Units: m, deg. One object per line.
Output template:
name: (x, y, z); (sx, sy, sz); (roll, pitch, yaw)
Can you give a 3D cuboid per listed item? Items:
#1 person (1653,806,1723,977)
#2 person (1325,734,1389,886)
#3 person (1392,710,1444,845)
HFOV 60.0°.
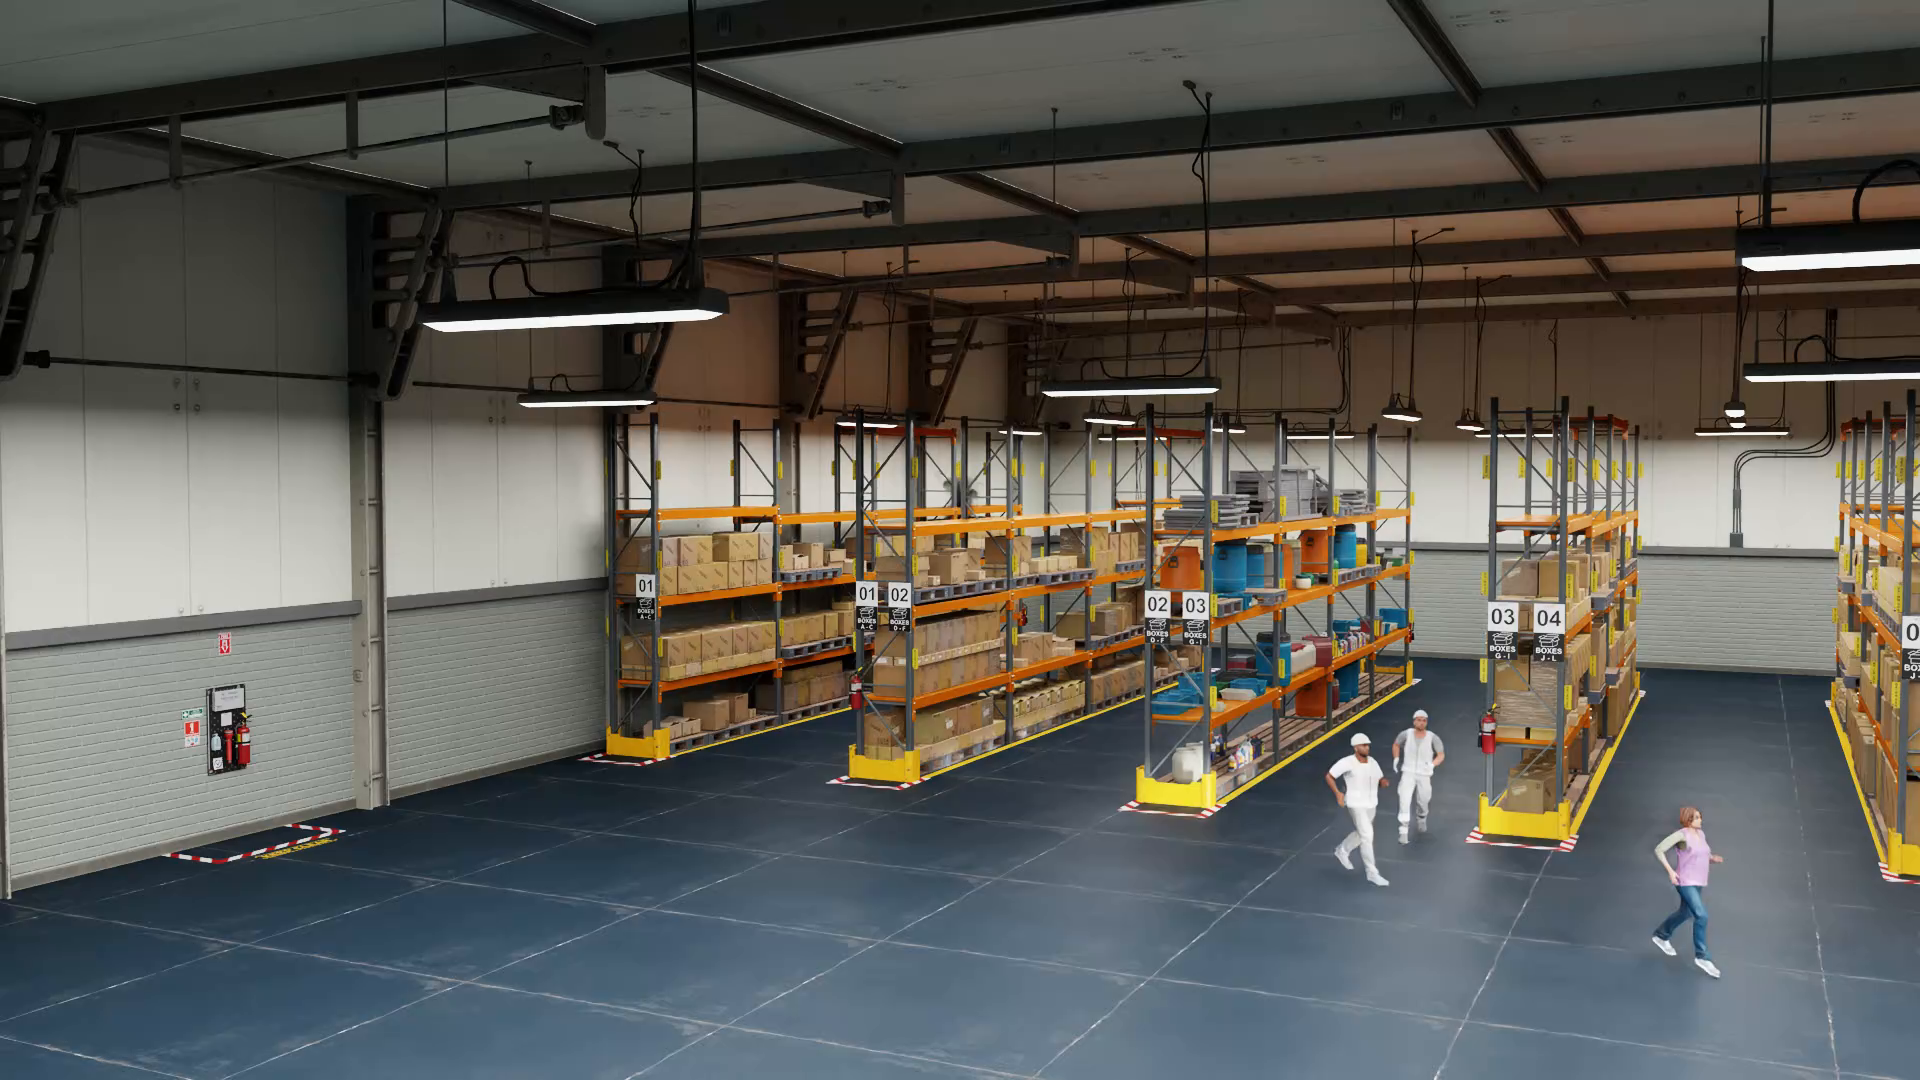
person: (7.313, 3.489, 16.721); (0.518, 1.616, 0.783); (-2, 3, -37)
person: (4.893, 3.236, 20.258); (0.700, 1.755, 0.982); (-2, 3, -34)
person: (6.194, 3.186, 22.543); (0.695, 1.756, 0.908); (1, 3, 21)
